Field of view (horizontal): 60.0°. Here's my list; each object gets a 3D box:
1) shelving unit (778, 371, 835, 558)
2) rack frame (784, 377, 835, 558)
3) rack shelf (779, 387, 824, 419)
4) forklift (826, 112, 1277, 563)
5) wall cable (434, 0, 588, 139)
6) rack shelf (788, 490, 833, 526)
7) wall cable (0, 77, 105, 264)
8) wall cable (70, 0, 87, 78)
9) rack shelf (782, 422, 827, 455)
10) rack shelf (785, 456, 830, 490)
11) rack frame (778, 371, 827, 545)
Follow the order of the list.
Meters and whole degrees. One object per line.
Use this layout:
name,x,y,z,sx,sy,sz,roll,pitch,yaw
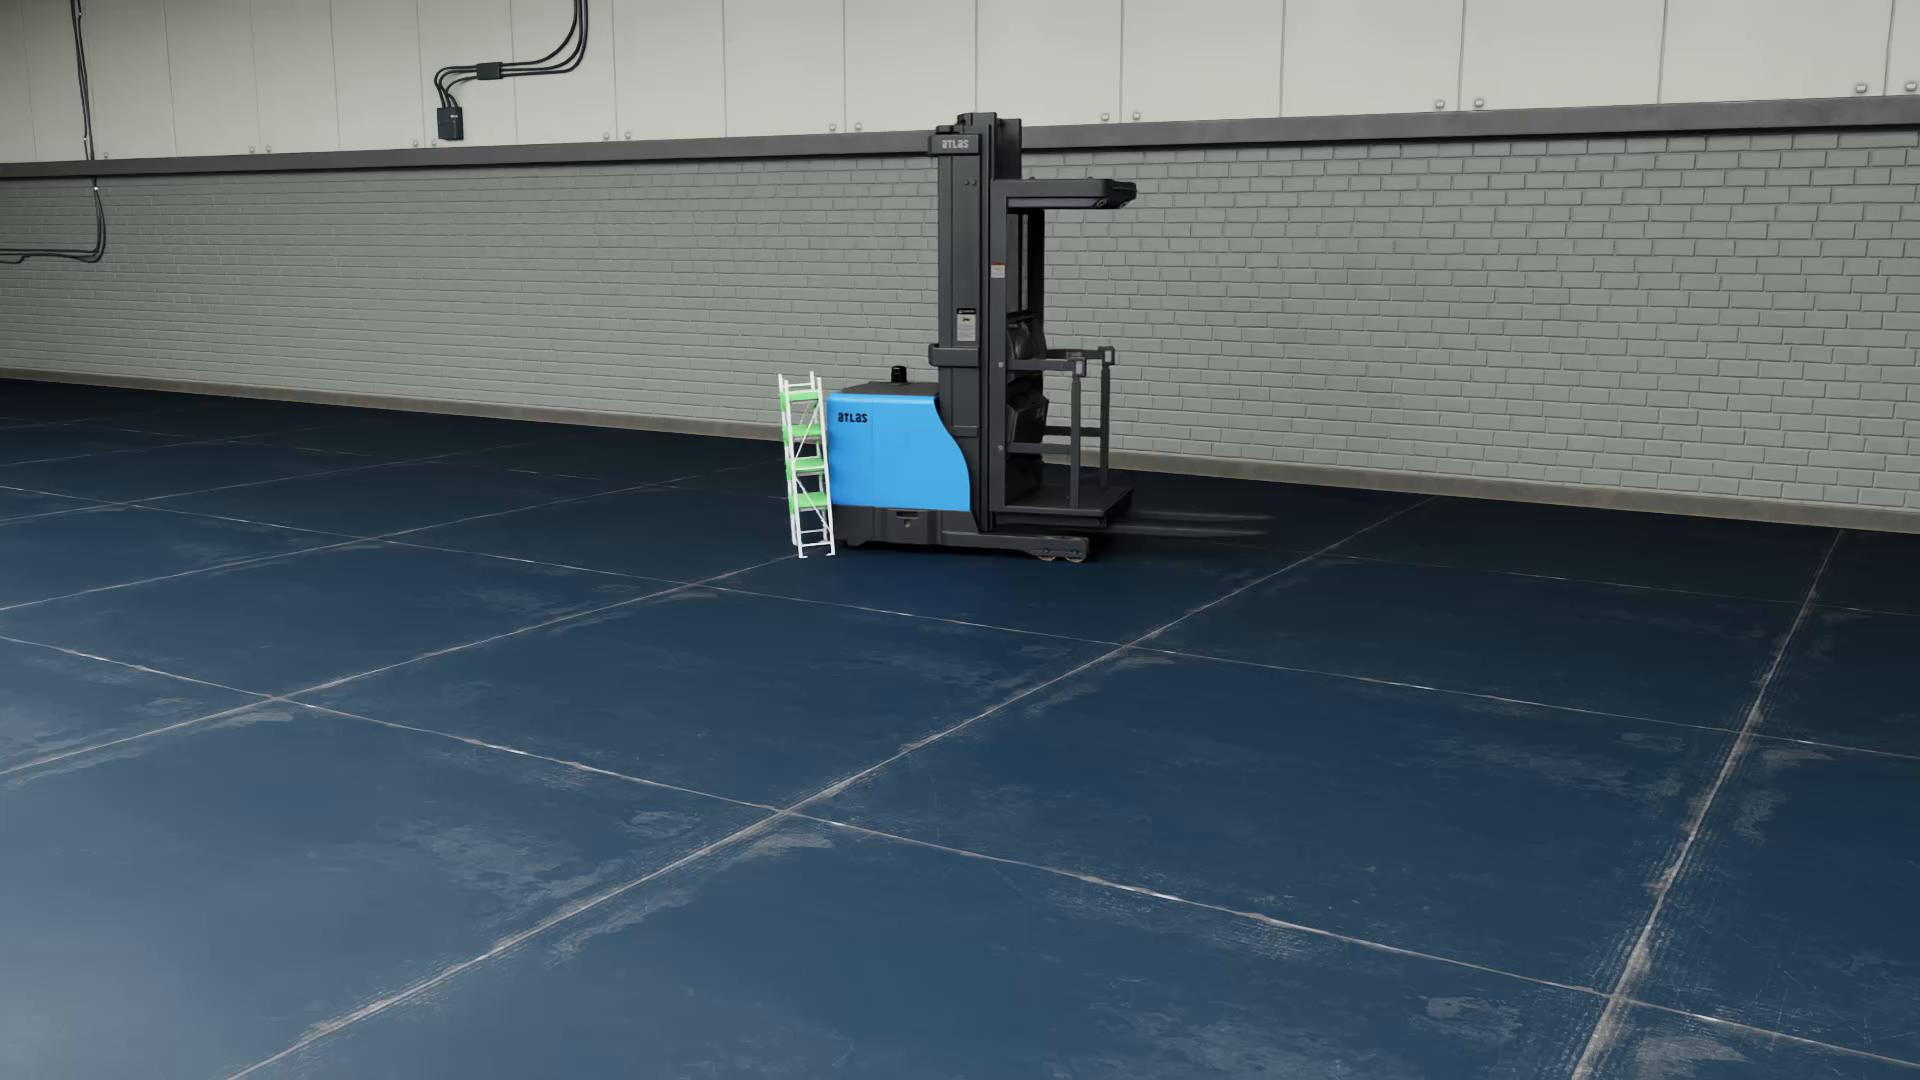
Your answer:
shelving unit,-1.049,-0.522,11.353,0.258,1.200,0.503,-6,11,-10
rack frame,-1.004,-0.478,11.118,0.240,1.200,0.015,-6,11,-10
rack shelf,-1.076,-0.929,11.272,0.258,0.148,0.480,-6,11,-10
forklift,0.644,-1.397,11.366,3.031,2.935,1.130,3,11,16
wall cable,-5.011,-7.467,18.057,2.305,6.003,0.169,6,12,31
rack shelf,-1.030,-0.225,11.412,0.258,0.148,0.480,-6,11,-10
wall cable,-13.116,-5.179,23.514,3.097,2.526,0.112,6,12,31
wall cable,-10.804,-7.403,21.669,3.097,2.526,0.112,6,12,31
rack shelf,-1.060,-0.694,11.319,0.258,0.148,0.480,-6,11,-10
rack shelf,-1.045,-0.460,11.366,0.258,0.148,0.480,-6,11,-10
rack frame,-1.095,-0.566,11.589,0.240,1.200,0.015,-6,11,-10
